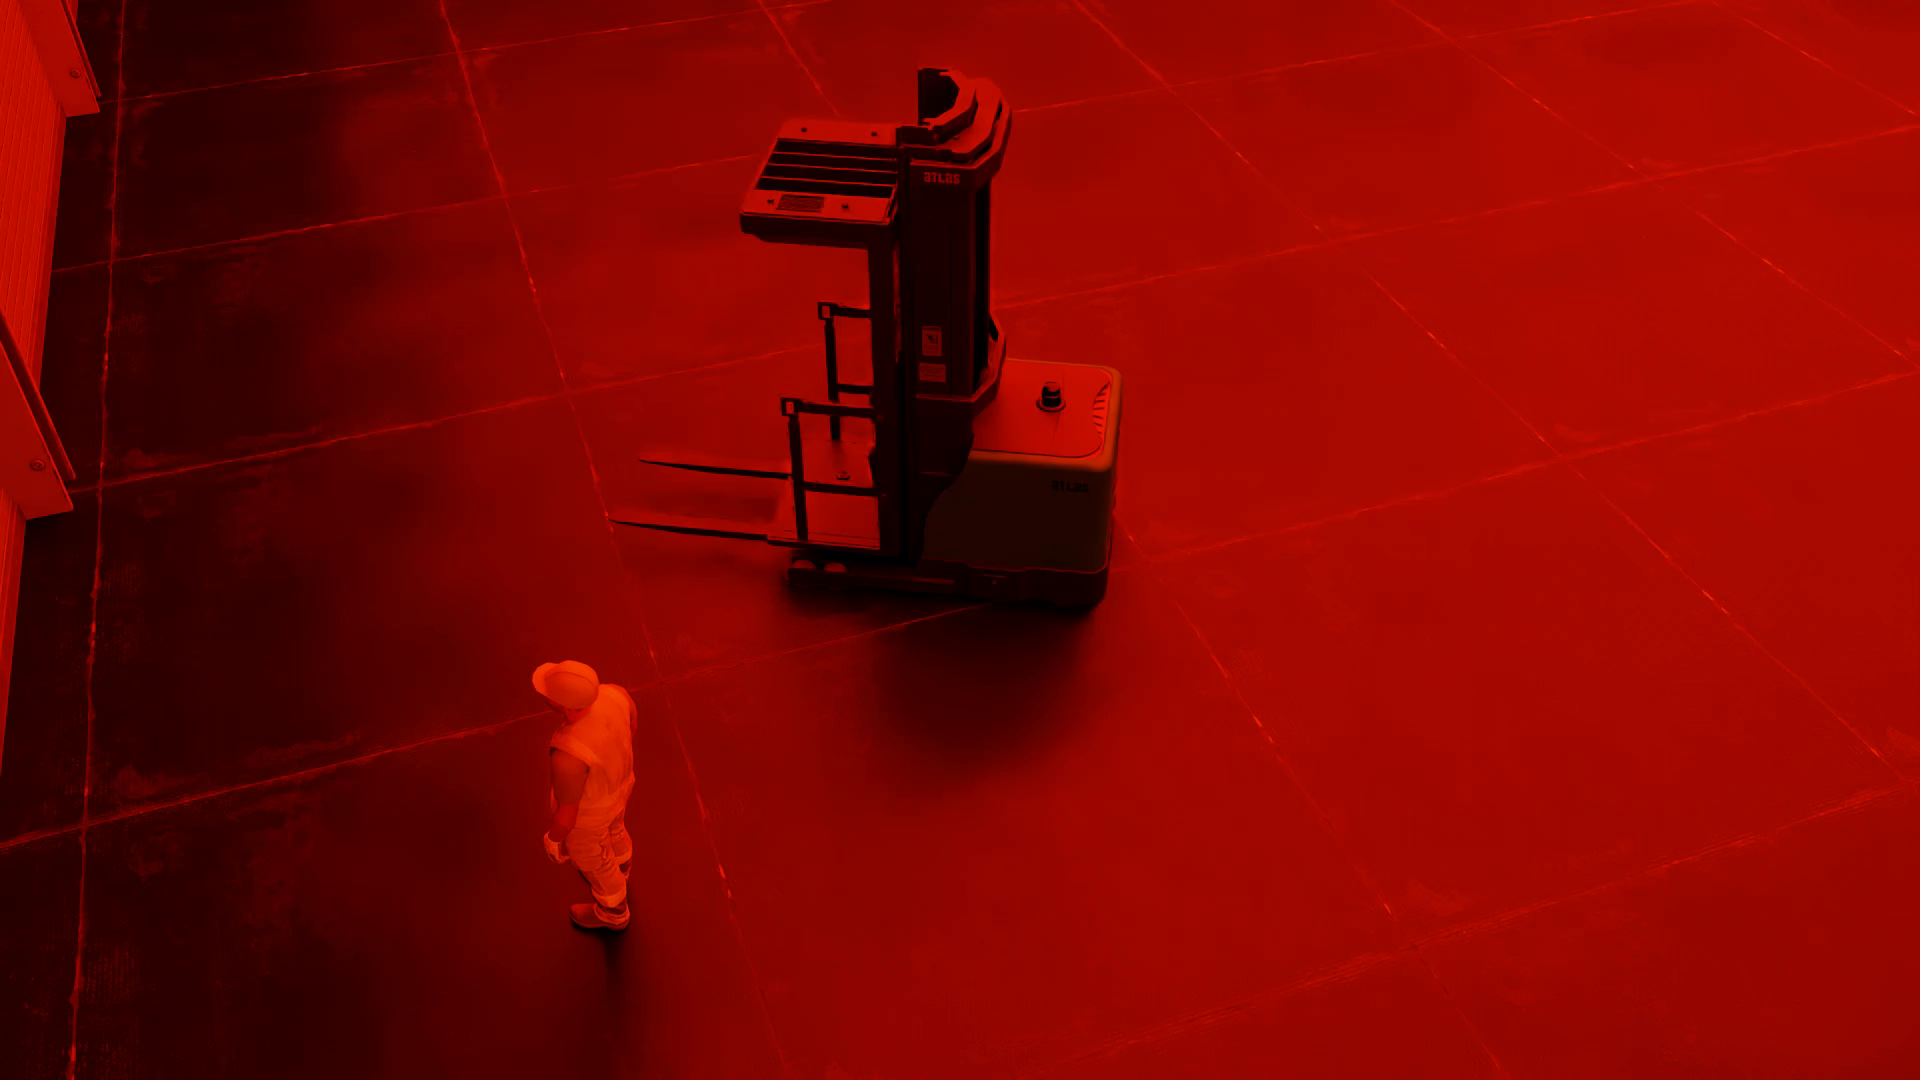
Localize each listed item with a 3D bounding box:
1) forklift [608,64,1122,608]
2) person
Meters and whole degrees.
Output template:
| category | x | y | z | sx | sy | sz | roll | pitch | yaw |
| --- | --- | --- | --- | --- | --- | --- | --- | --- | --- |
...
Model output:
| category | x | y | z | sx | sy | sz | roll | pitch | yaw |
| --- | --- | --- | --- | --- | --- | --- | --- | --- | --- |
| forklift | -0.589 | -1.154 | 9.371 | 3.031 | 2.935 | 1.130 | 5 | 40 | 6 |
| person | -1.727 | 1.143 | 7.512 | 0.566 | 1.786 | 0.637 | 13 | 42 | 15 |
